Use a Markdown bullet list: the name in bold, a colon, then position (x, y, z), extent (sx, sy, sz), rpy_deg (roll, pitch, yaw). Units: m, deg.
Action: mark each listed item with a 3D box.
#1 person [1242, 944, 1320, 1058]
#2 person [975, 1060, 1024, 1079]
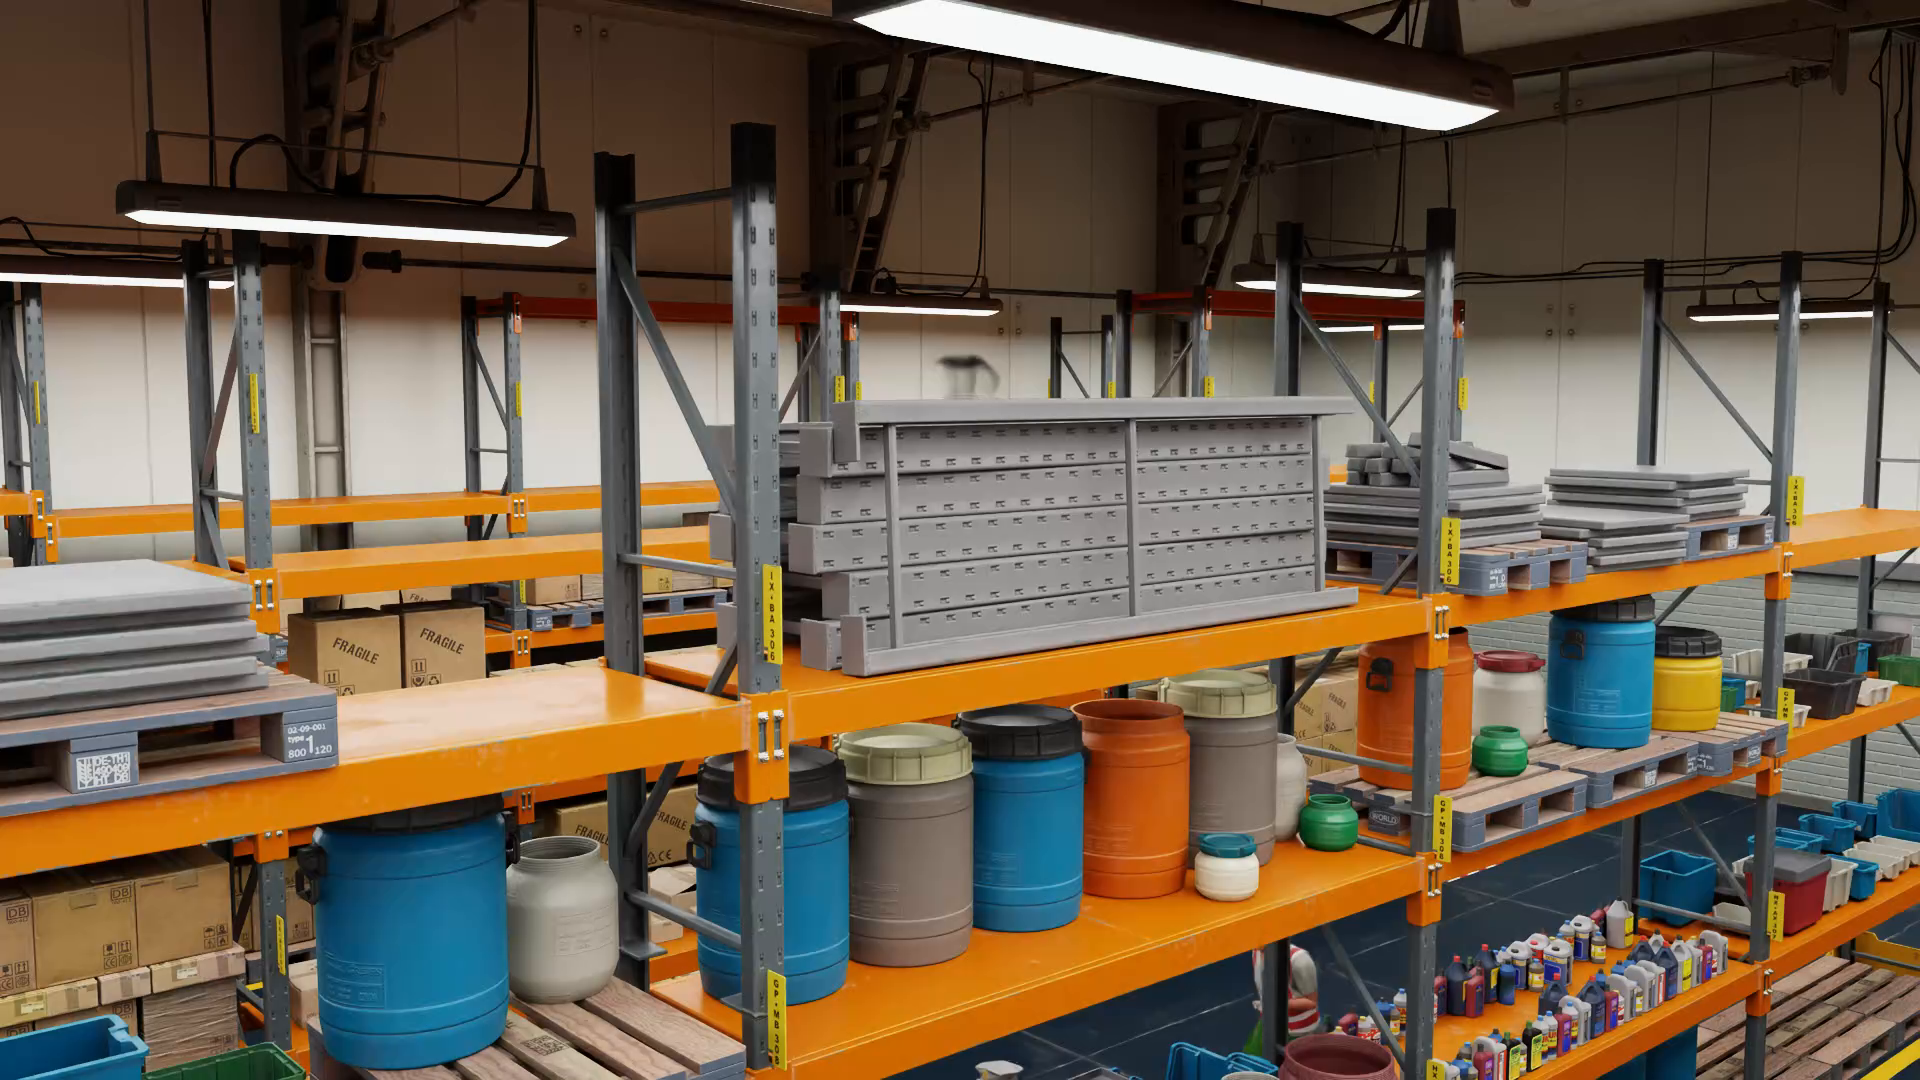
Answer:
- **person**: position (2.121, 3.263, 11.109), extent (0.647, 1.702, 0.775), rpy_deg (5, 7, 43)
- **person**: position (0.292, 3.557, 9.323), extent (0.597, 1.484, 0.782), rpy_deg (3, 6, 31)
